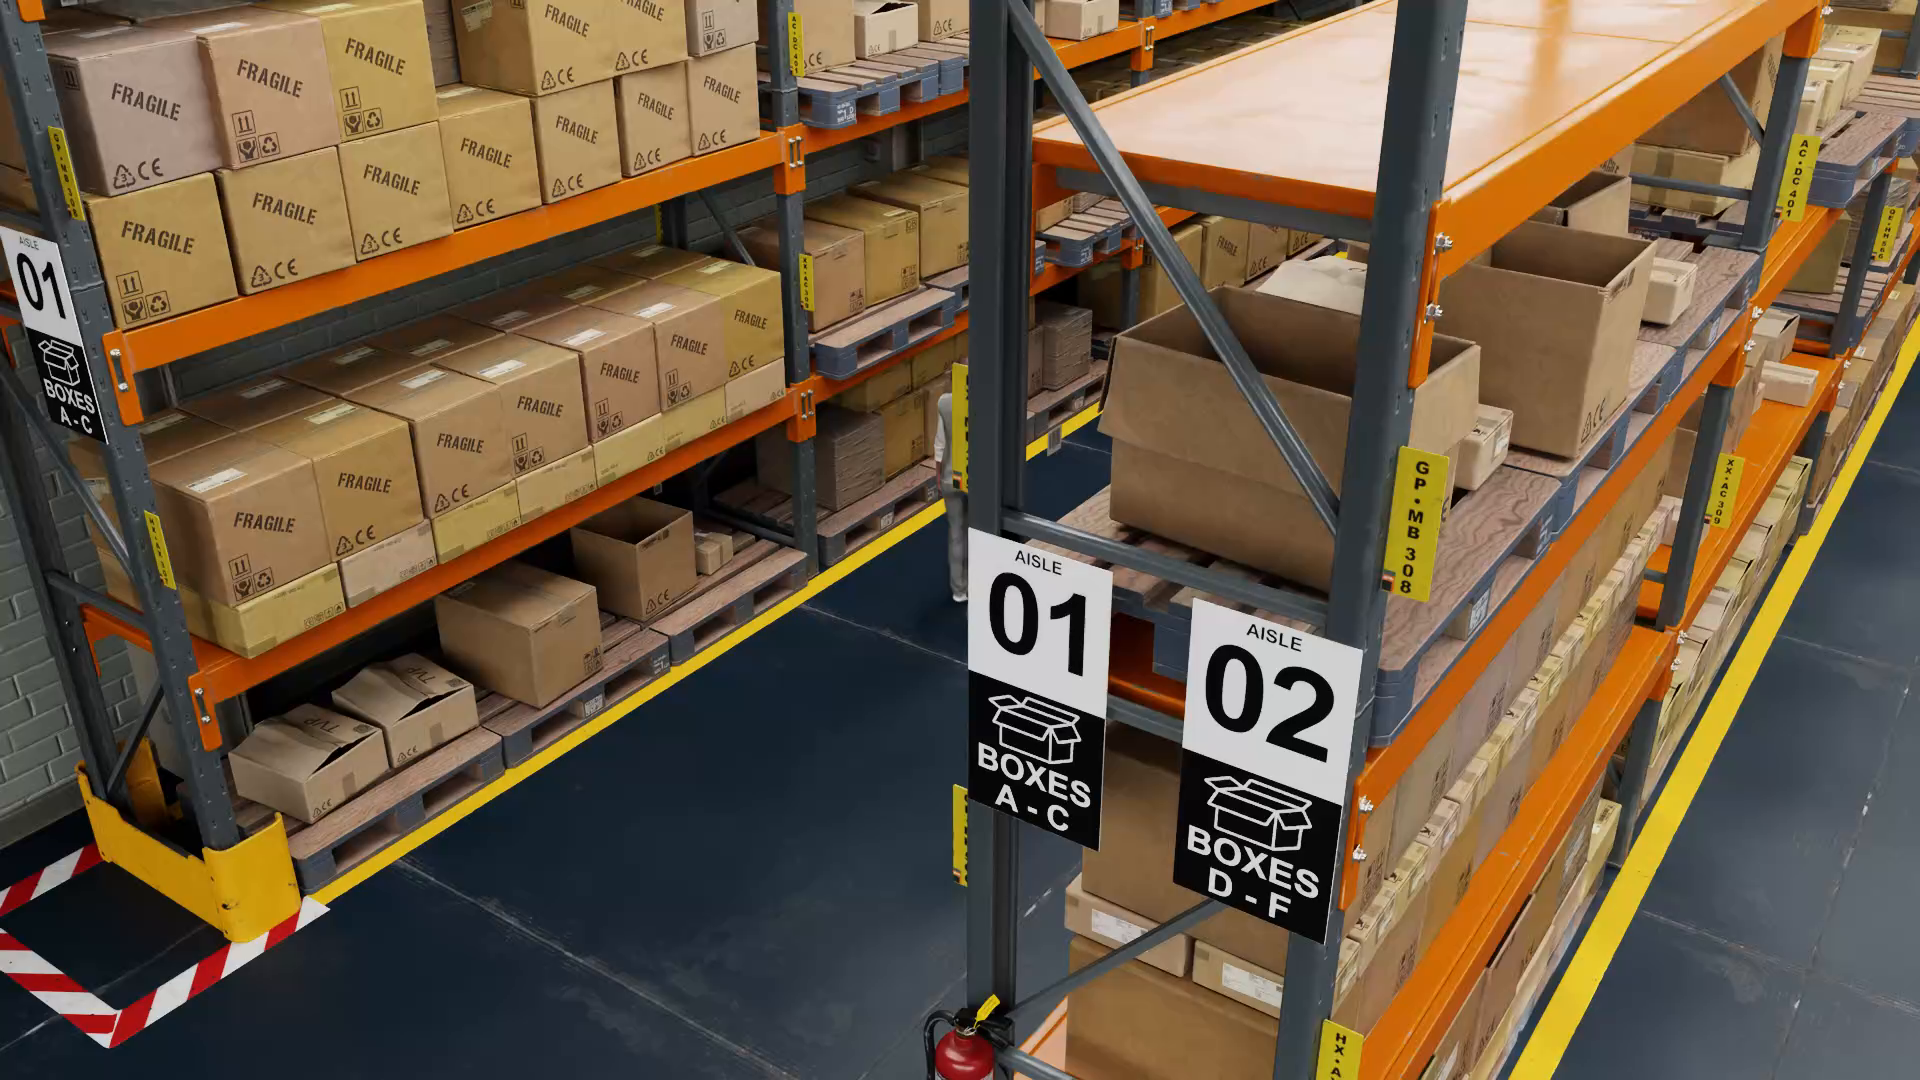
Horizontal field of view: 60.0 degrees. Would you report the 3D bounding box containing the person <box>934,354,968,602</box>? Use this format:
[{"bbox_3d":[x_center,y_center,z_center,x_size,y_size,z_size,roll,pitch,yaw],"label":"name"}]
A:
[{"bbox_3d":[0.050,-0.313,9.791,0.437,1.658,0.419,11,29,20],"label":"person"}]
